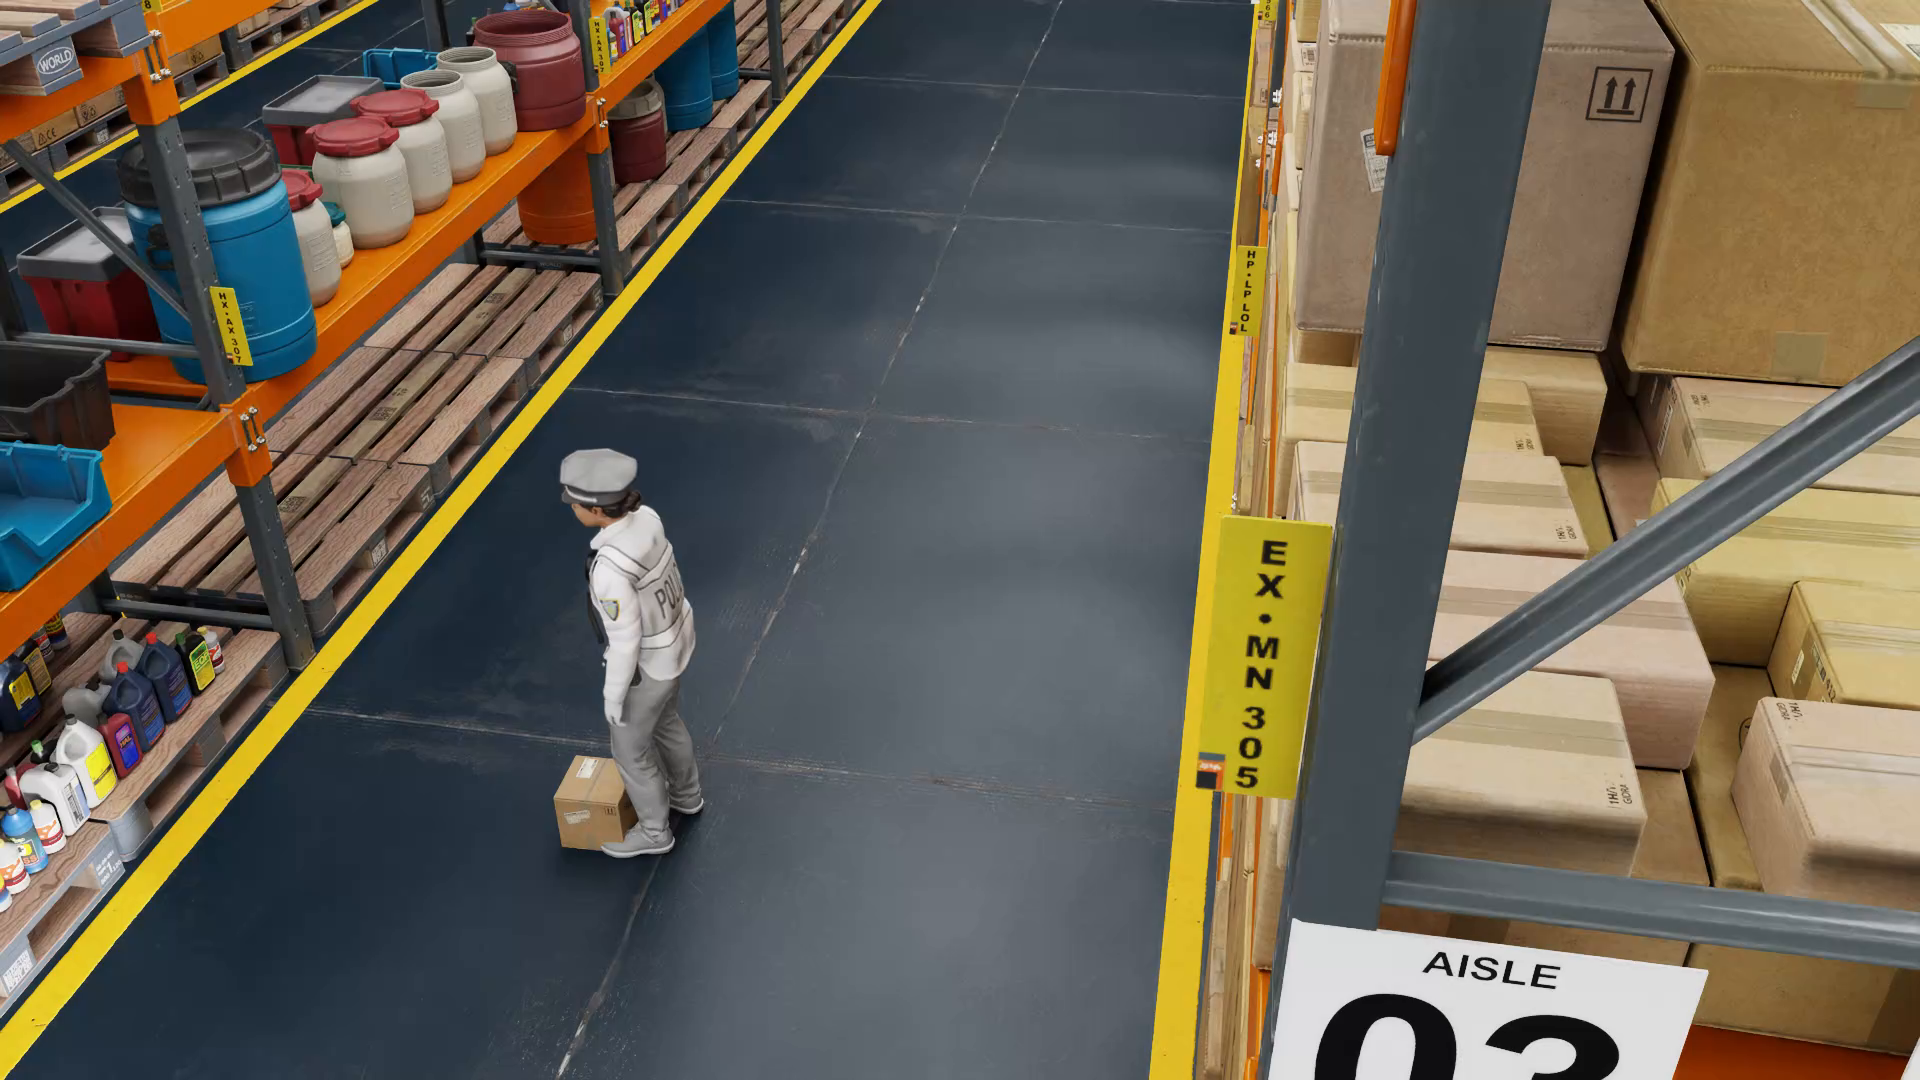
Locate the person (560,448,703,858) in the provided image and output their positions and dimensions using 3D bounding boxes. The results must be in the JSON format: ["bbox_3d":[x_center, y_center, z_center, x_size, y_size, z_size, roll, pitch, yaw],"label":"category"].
[{"bbox_3d":[-1.159,0.434,5.956,0.405,1.663,0.538,5,33,7],"label":"person"}]
